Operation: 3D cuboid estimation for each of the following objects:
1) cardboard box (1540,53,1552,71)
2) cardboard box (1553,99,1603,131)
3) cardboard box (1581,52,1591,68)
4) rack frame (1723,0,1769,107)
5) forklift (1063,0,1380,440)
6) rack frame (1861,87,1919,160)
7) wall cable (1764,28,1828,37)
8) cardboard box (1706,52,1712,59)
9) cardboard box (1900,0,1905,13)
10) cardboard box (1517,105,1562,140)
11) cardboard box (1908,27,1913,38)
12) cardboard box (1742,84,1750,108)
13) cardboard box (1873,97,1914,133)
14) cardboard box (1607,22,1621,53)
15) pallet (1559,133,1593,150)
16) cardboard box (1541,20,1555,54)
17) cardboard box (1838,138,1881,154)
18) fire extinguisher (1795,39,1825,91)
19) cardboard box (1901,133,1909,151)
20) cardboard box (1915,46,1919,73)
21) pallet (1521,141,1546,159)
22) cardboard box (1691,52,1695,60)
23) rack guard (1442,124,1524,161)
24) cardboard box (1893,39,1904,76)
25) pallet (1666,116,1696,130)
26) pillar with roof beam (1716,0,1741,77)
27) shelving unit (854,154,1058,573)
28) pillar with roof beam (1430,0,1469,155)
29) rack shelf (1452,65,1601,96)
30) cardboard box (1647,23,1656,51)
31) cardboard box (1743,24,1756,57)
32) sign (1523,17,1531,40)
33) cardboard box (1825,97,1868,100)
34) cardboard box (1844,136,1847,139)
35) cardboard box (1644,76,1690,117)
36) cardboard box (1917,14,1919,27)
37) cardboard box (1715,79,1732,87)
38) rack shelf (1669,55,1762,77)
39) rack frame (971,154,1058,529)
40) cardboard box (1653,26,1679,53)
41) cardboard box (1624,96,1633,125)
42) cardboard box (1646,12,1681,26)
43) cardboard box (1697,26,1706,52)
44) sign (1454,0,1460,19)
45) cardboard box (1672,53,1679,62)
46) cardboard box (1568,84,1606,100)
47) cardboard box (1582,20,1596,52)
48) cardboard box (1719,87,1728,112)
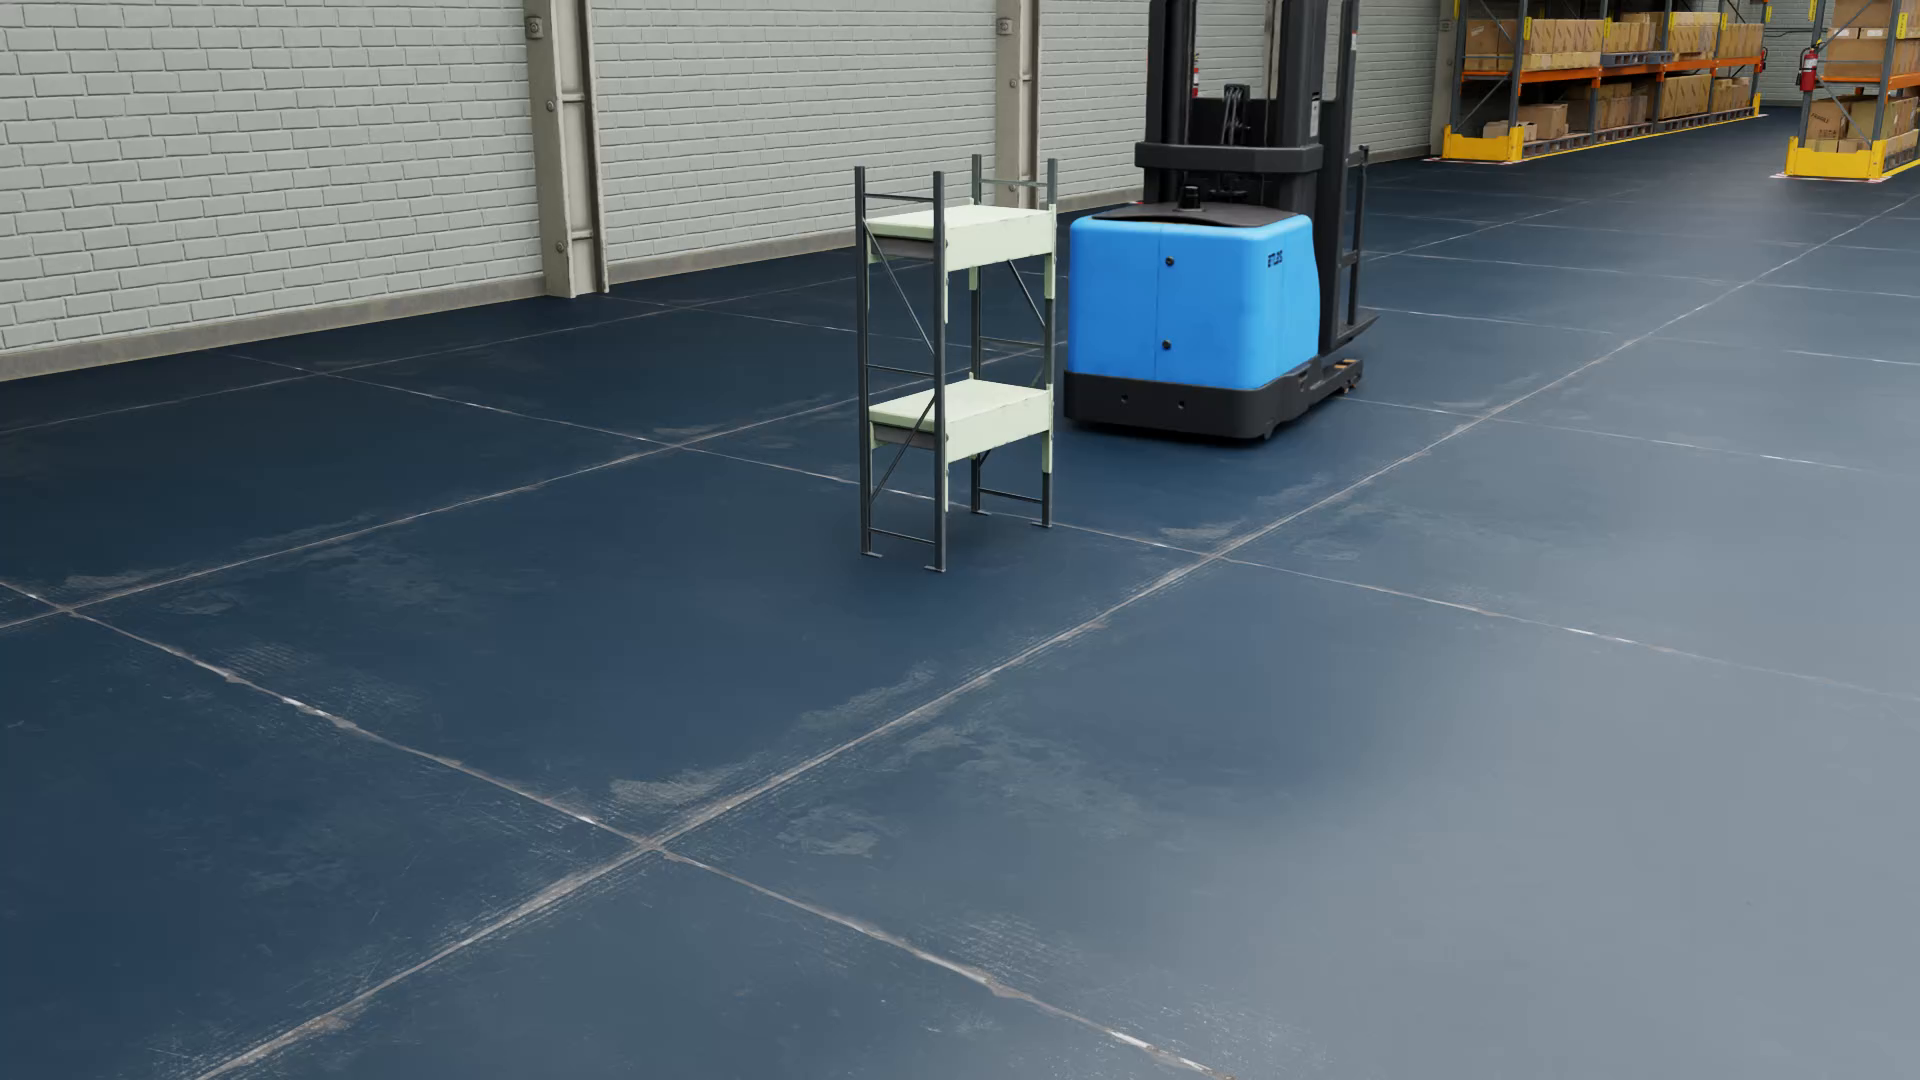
[{"bbox_3d":[8.871,-7.443,25.873,0.500,0.250,0.500,12,21,33],"label":"cardboard box"},{"bbox_3d":[10.835,-7.466,29.202,0.700,0.500,0.500,13,22,37],"label":"cardboard box"},{"bbox_3d":[10.068,-7.926,27.428,0.500,0.250,0.500,13,21,35],"label":"cardboard box"},{"bbox_3d":[17.560,-11.130,37.526,1.000,3.000,0.127,12,21,35],"label":"rack frame"},{"bbox_3d":[1.672,-2.282,9.151,1.130,2.935,3.031,9,19,27],"label":"forklift"},{"bbox_3d":[14.391,-7.397,25.506,1.000,3.000,0.127,12,21,35],"label":"rack frame"},{"bbox_3d":[21.217,-13.796,41.231,3.097,2.526,0.112,12,21,35],"label":"wall cable"},{"bbox_3d":[15.071,-9.872,33.865,0.380,0.149,0.250,13,21,36],"label":"cardboard box"},{"bbox_3d":[12.636,-7.360,23.029,0.700,0.500,0.500,12,21,33],"label":"cardboard box"},{"bbox_3d":[9.328,-6.786,27.011,0.700,0.500,0.500,11,20,31],"label":"cardboard box"},{"bbox_3d":[13.331,-7.223,23.684,0.380,0.149,0.250,13,21,35],"label":"cardboard box"},{"bbox_3d":[17.223,-9.952,37.240,0.700,0.500,0.500,12,21,35],"label":"cardboard box"},{"bbox_3d":[13.688,-6.257,24.498,0.500,0.500,0.500,12,21,35],"label":"cardboard box"},{"bbox_3d":[11.080,-8.777,29.038,0.700,0.500,0.500,15,23,40],"label":"cardboard box"},{"bbox_3d":[10.038,-6.774,28.200,1.003,0.211,1.213,12,21,35],"label":"pallet"},{"bbox_3d":[8.855,-7.792,25.731,0.500,0.500,0.500,12,21,35],"label":"cardboard box"},{"bbox_3d":[12.506,-5.420,23.069,0.500,0.250,0.500,12,21,35],"label":"cardboard box"},{"bbox_3d":[11.564,-6.461,22.623,0.296,0.674,0.183,12,21,35],"label":"fire extinguisher"},{"bbox_3d":[13.698,-5.896,24.602,0.500,0.250,0.500,12,21,35],"label":"cardboard box"},{"bbox_3d":[14.131,-7.338,25.147,0.700,0.500,0.500,12,21,33],"label":"cardboard box"},{"bbox_3d":[8.585,-6.193,26.329,1.003,0.211,1.213,12,21,35],"label":"pallet"},{"bbox_3d":[14.411,-9.641,33.122,0.380,0.149,0.250,12,21,33],"label":"cardboard box"},{"bbox_3d":[8.072,-6.143,25.683,1.175,0.500,0.348,12,21,35],"label":"rack guard"},{"bbox_3d":[12.905,-6.844,23.557,0.700,0.500,0.500,13,21,35],"label":"cardboard box"},{"bbox_3d":[14.051,-8.356,33.297,1.003,0.211,1.213,12,21,35],"label":"pallet"},{"bbox_3d":[21.932,-14.030,36.750,9.100,9.000,0.400,12,21,35],"label":"pillar with roof beam"},{"bbox_3d":[-0.004,-0.715,6.516,0.431,1.500,0.755,12,21,35],"label":"shelving unit"},{"bbox_3d":[11.207,-9.743,22.944,9.100,9.000,0.400,12,21,35],"label":"pillar with roof beam"},{"bbox_3d":[9.219,-7.452,26.895,1.077,0.370,4.000,12,21,35],"label":"rack shelf"},{"bbox_3d":[12.522,-9.368,30.944,0.700,0.500,0.500,10,20,28],"label":"cardboard box"},{"bbox_3d":[16.840,-10.975,36.520,0.980,0.700,0.700,12,21,34],"label":"cardboard box"},{"bbox_3d":[8.463,-7.637,24.817,0.100,0.325,0.005,12,21,35],"label":"sign"},{"bbox_3d":[12.971,-6.230,24.411,0.500,0.500,0.500,12,21,35],"label":"cardboard box"},{"bbox_3d":[12.378,-5.633,23.754,0.500,0.250,0.500,12,21,35],"label":"cardboard box"},{"bbox_3d":[13.864,-8.758,32.804,0.750,0.750,0.750,12,21,34],"label":"cardboard box"},{"bbox_3d":[13.831,-7.837,24.567,0.700,0.500,0.500,12,21,35],"label":"cardboard box"},{"bbox_3d":[16.366,-9.827,35.745,0.380,0.149,0.250,12,21,33],"label":"cardboard box"},{"bbox_3d":[16.369,-10.310,36.099,1.077,0.370,4.000,12,21,35],"label":"rack shelf"},{"bbox_3d":[0.214,-0.802,6.797,0.400,1.500,0.023,12,21,35],"label":"rack frame"},{"bbox_3d":[13.288,-9.494,31.555,0.500,0.500,0.500,13,22,36],"label":"cardboard box"},{"bbox_3d":[12.006,-7.958,30.785,0.700,0.500,0.500,12,21,35],"label":"cardboard box"},{"bbox_3d":[13.288,-9.851,31.440,0.500,0.250,0.500,13,22,36],"label":"cardboard box"},{"bbox_3d":[14.502,-9.981,33.121,0.500,0.500,0.500,12,21,35],"label":"cardboard box"},{"bbox_3d":[7.593,-8.126,25.367,0.100,0.325,0.005,12,21,35],"label":"sign"},{"bbox_3d":[13.559,-9.258,31.889,0.380,0.149,0.250,13,22,36],"label":"cardboard box"},{"bbox_3d":[11.095,-7.930,29.430,0.500,0.250,0.500,12,21,34],"label":"cardboard box"},{"bbox_3d":[10.084,-8.281,27.306,0.500,0.500,0.500,12,21,34],"label":"cardboard box"},{"bbox_3d":[16.007,-9.463,35.665,0.700,0.500,0.500,12,21,34],"label":"cardboard box"}]
